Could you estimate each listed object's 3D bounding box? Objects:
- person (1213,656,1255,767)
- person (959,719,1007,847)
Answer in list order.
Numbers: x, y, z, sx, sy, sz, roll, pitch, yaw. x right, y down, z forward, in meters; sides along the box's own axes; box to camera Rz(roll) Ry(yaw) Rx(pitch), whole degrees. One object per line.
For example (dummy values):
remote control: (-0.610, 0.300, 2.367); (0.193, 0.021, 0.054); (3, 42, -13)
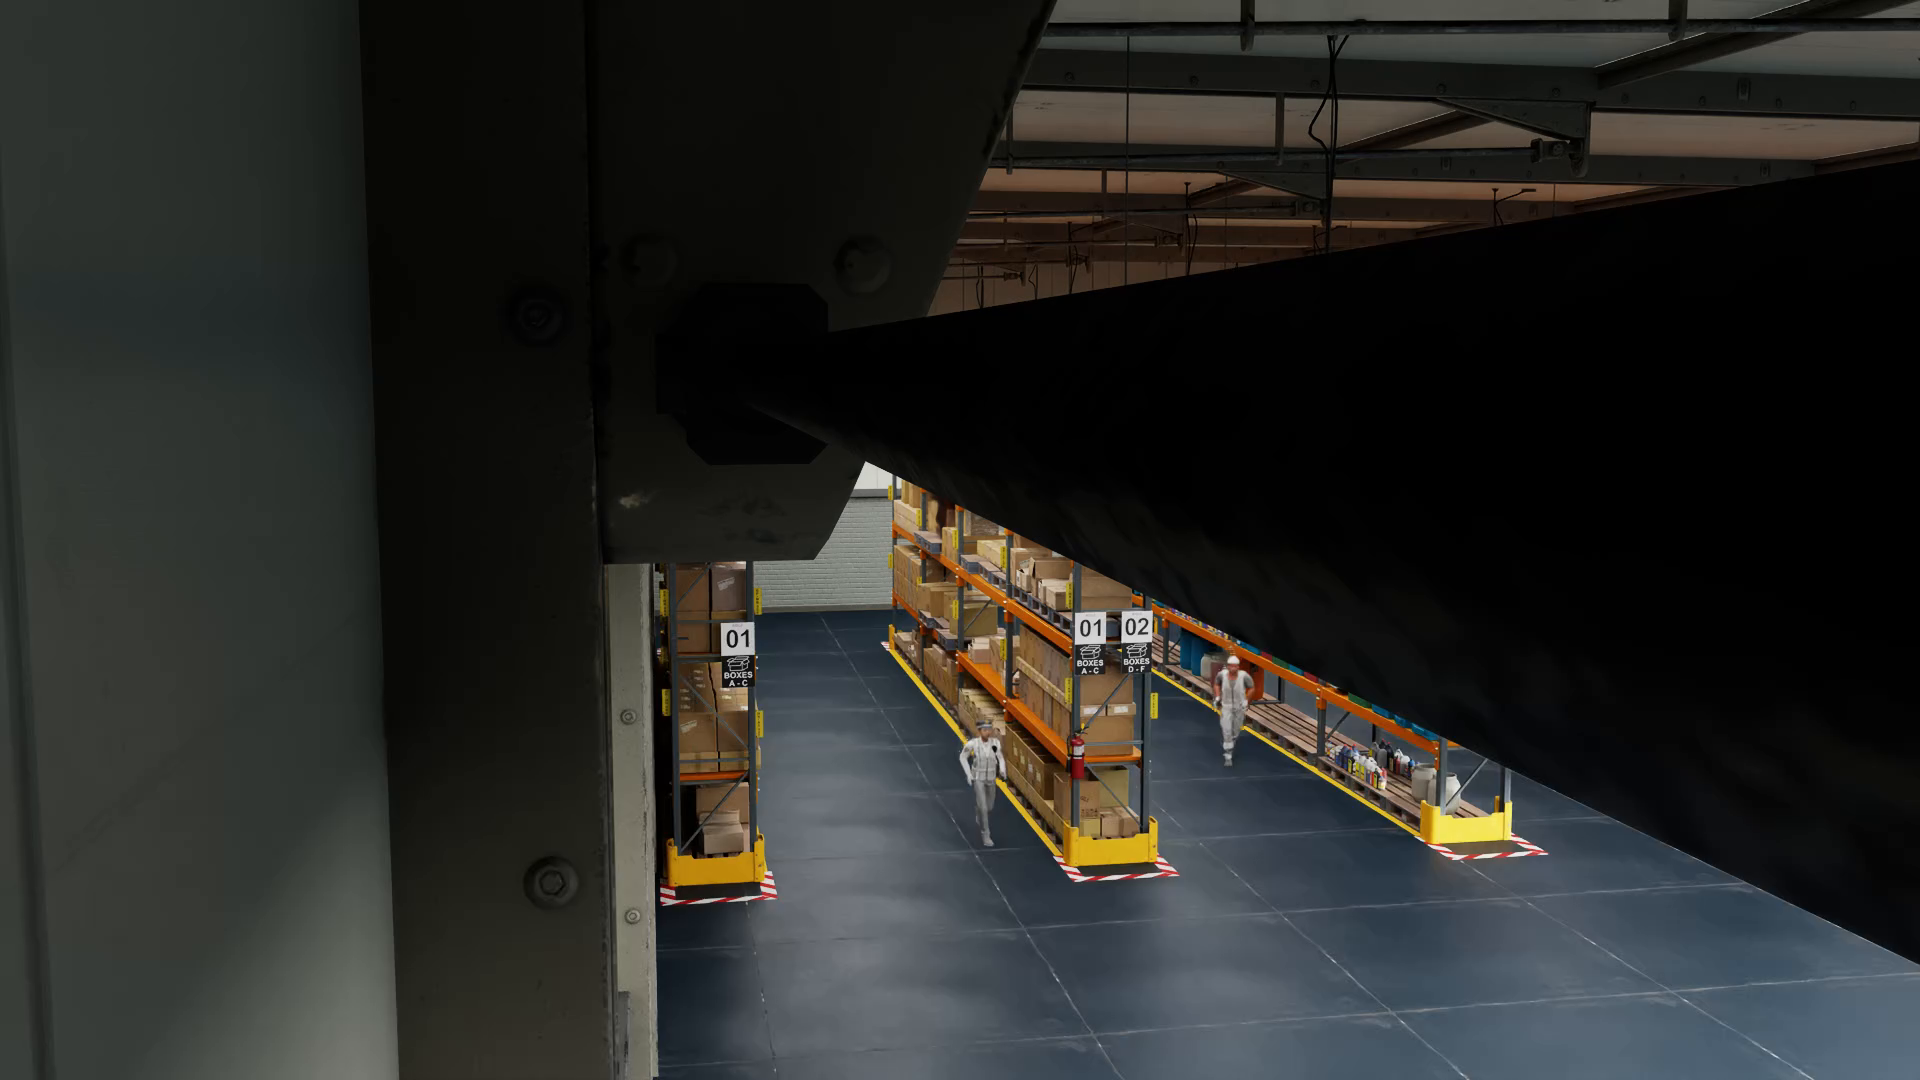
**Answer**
person: (4.325, 2.637, 26.253); (0.643, 1.755, 0.953); (1, 6, 11)
person: (0.290, 3.146, 21.964); (0.603, 1.668, 0.762); (-2, 6, -16)
